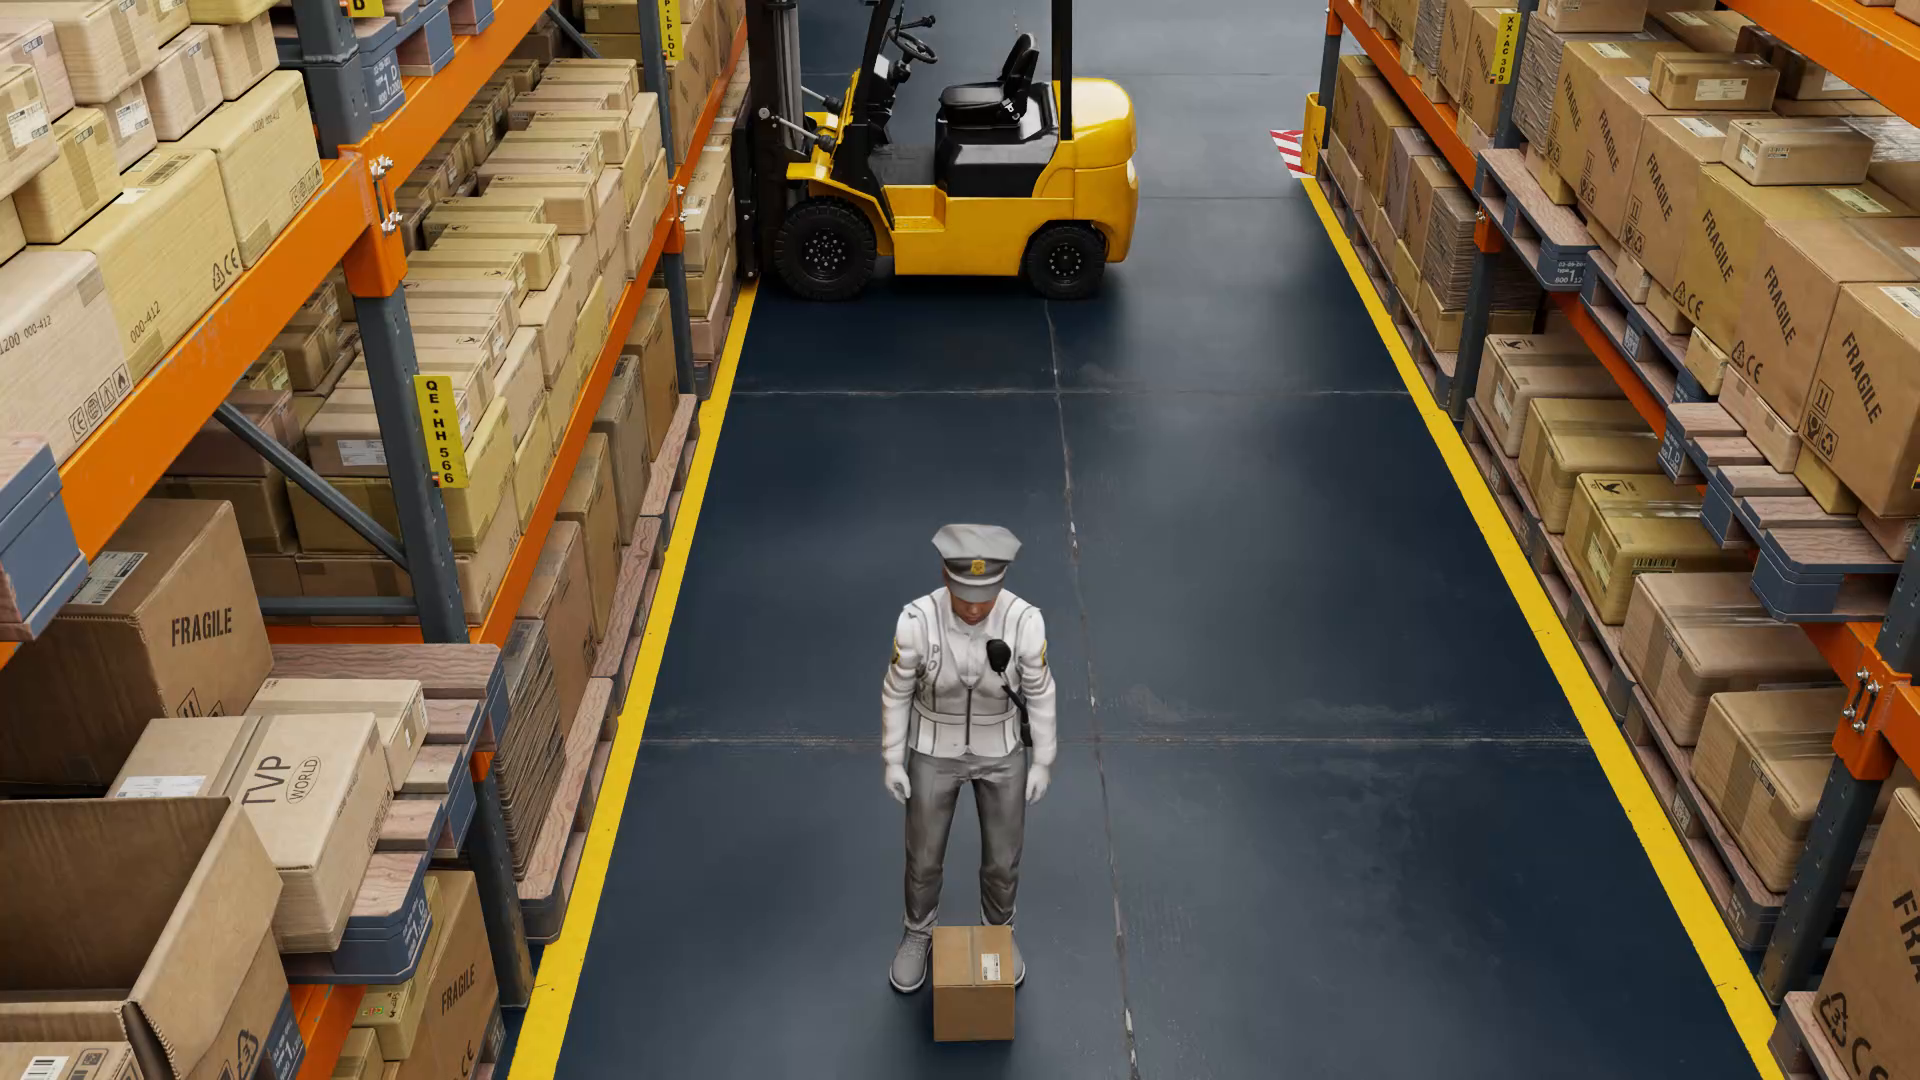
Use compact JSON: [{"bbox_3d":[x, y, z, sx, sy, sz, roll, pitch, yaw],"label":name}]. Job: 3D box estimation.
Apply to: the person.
[{"bbox_3d":[0.026,0.665,5.055,0.529,1.663,0.371,0,32,0],"label":"person"}]
